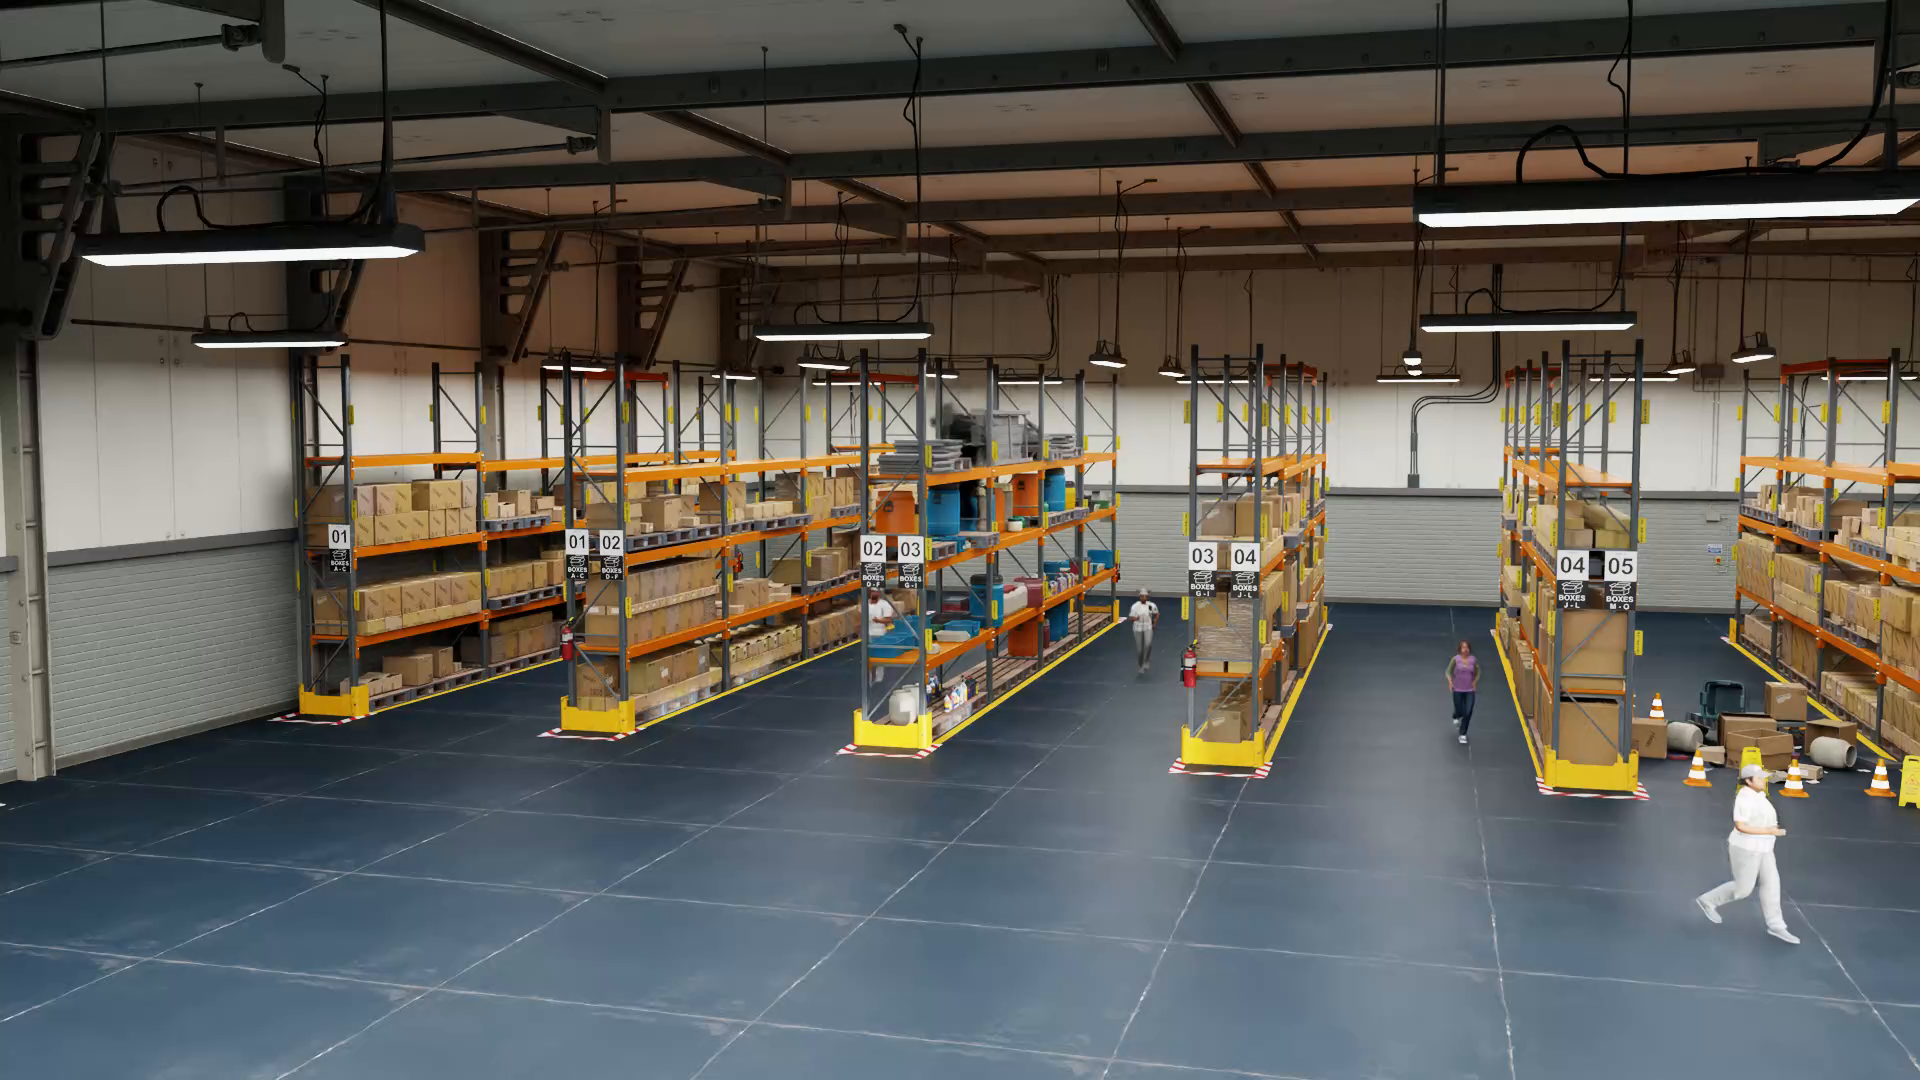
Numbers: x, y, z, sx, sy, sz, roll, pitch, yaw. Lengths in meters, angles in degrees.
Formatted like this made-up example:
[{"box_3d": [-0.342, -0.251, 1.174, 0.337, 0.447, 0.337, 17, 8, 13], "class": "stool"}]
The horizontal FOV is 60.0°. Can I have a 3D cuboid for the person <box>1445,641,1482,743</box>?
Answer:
[{"box_3d": [7.738, 2.364, 25.547, 0.538, 1.468, 0.505, 1, 4, 8], "class": "person"}]

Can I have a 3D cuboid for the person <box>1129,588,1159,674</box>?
[{"box_3d": [3.493, 1.740, 31.645, 0.560, 1.669, 0.787, 1, 4, 11], "class": "person"}]

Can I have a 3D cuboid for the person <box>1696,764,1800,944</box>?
[{"box_3d": [7.563, 2.967, 15.914, 0.598, 1.666, 0.924, -4, 6, -44], "class": "person"}]

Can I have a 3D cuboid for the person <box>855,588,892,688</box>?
[{"box_3d": [-1.519, 1.684, 28.952, 0.671, 1.859, 0.712, 1, 4, 9], "class": "person"}]
